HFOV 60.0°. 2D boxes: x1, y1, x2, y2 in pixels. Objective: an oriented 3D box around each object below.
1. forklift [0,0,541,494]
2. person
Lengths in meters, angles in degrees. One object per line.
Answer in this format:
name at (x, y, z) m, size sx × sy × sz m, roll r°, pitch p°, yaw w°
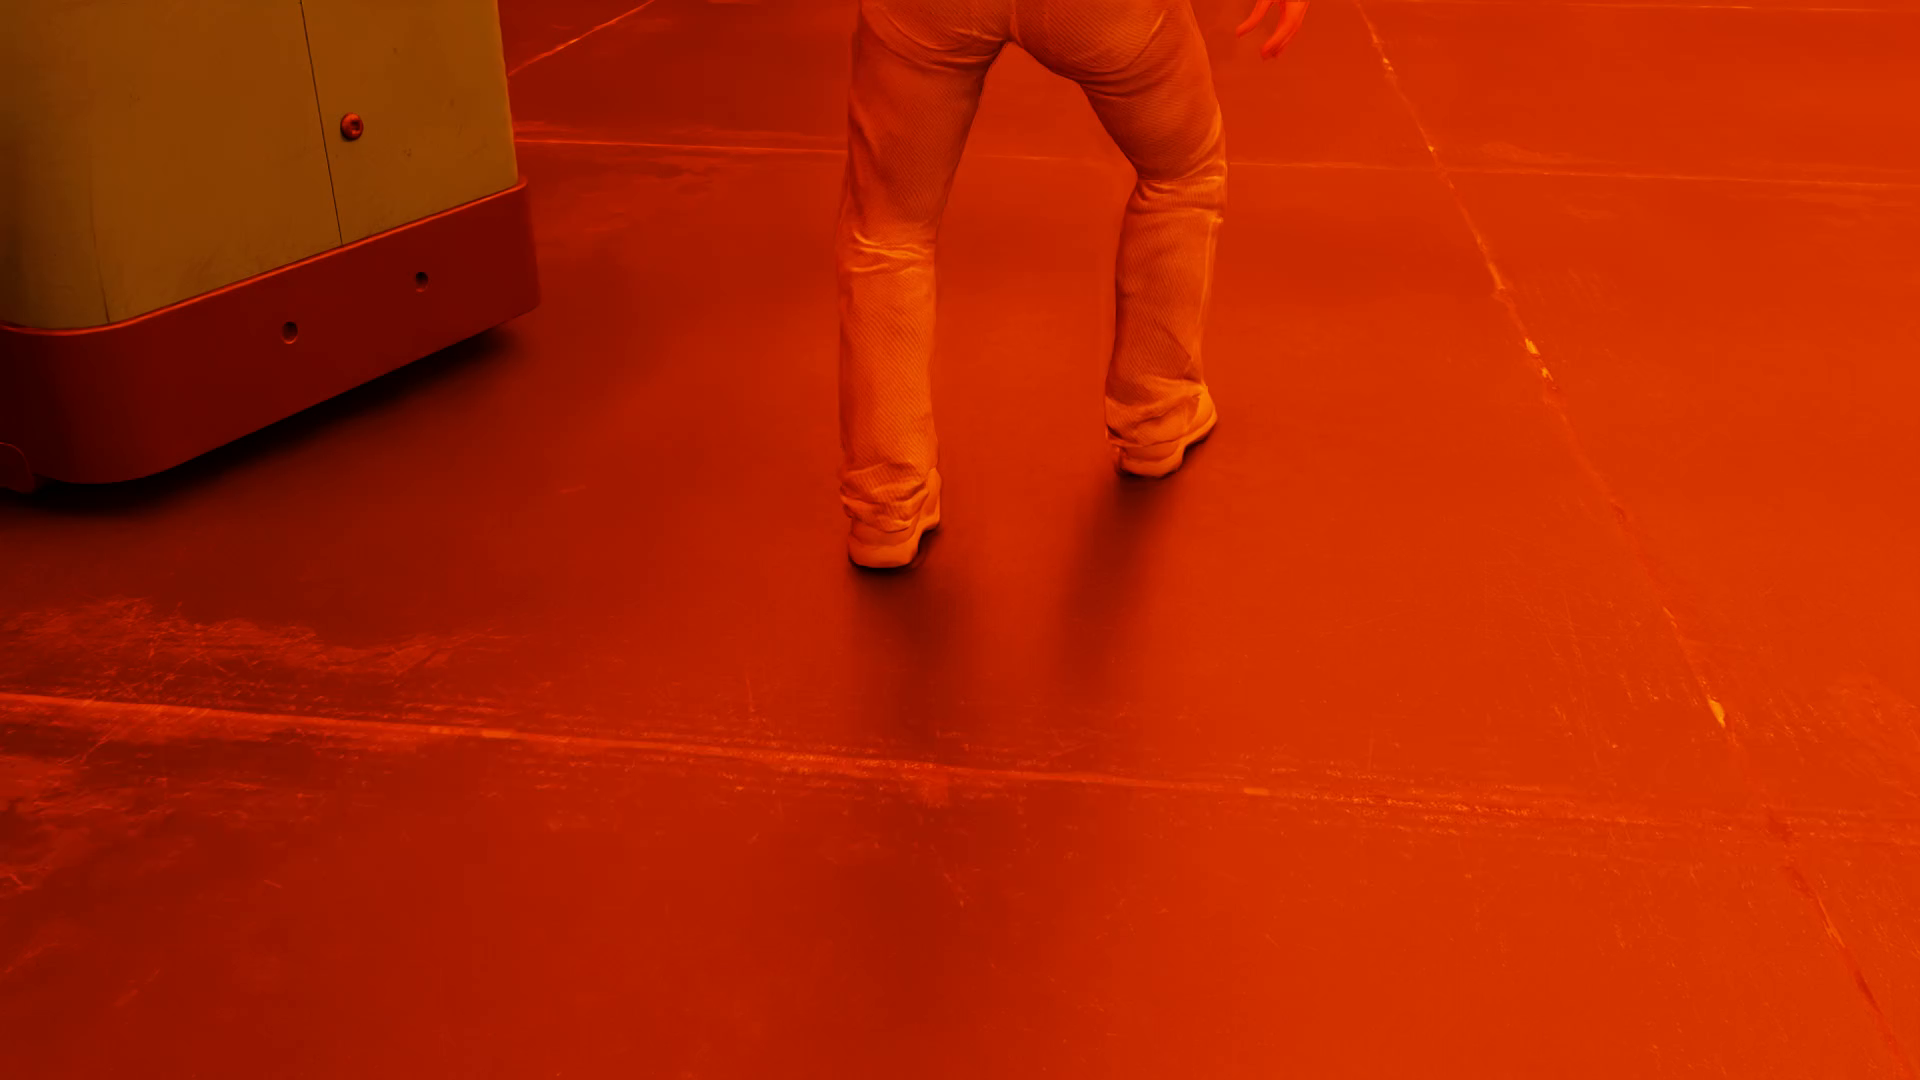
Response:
forklift at (-2.377, -1.828, 2.880) m, size 3.031 × 2.935 × 1.130 m, roll 13°, pitch 29°, yaw 24°
person at (0.146, -0.851, 2.328) m, size 0.695 × 1.688 × 0.789 m, roll 3°, pitch 27°, yaw 6°
